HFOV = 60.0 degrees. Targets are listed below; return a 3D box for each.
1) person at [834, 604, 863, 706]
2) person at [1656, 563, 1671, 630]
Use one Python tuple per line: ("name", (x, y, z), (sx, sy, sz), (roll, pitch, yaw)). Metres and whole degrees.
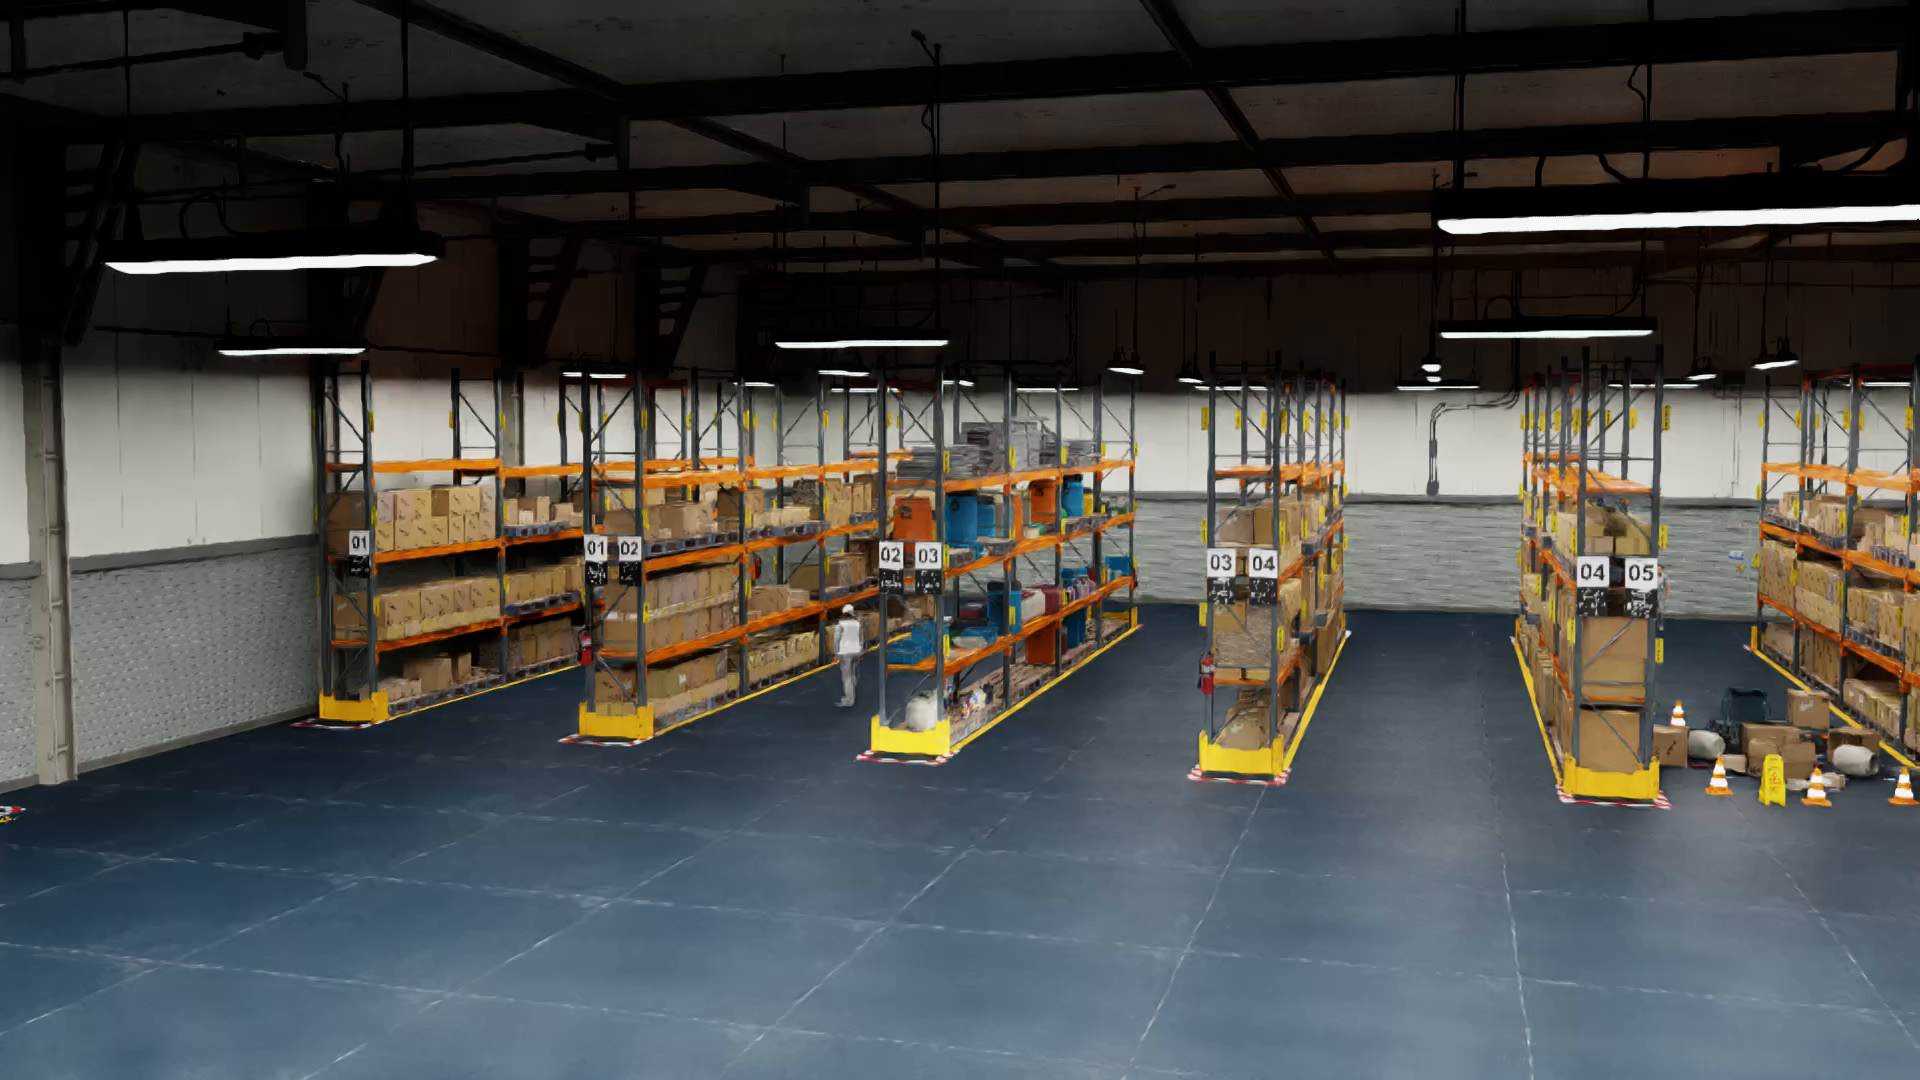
("person", (-1.984, 2.004, 29.372), (0.626, 1.768, 0.576), (-4, 6, -43))
("person", (16.697, 1.356, 39.835), (0.580, 1.618, 0.507), (1, 4, 15))
